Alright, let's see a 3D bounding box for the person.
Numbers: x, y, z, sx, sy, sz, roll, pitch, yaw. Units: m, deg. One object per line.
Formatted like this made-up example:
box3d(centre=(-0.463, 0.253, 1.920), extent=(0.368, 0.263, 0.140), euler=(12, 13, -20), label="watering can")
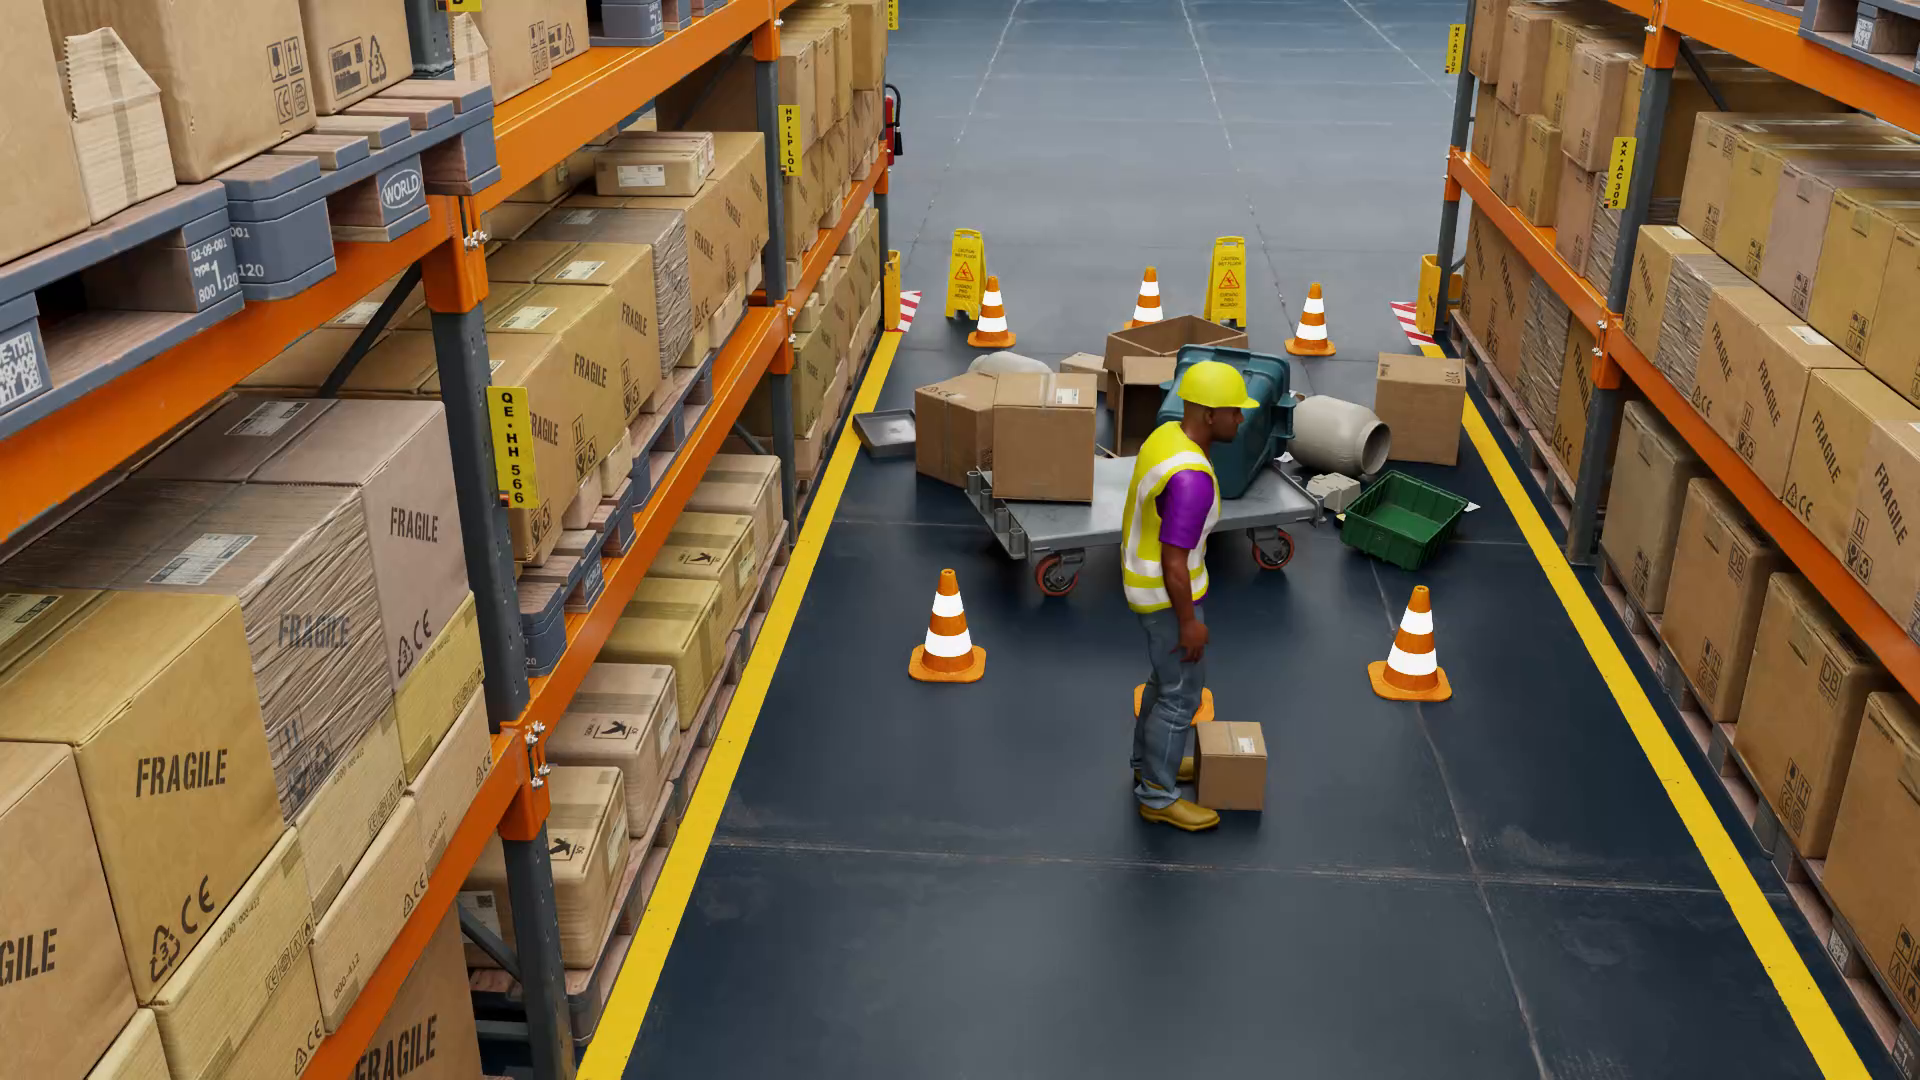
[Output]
box3d(centre=(0.826, 0.188, 6.168), extent=(0.463, 1.760, 0.632), euler=(2, 24, 3), label="person")
